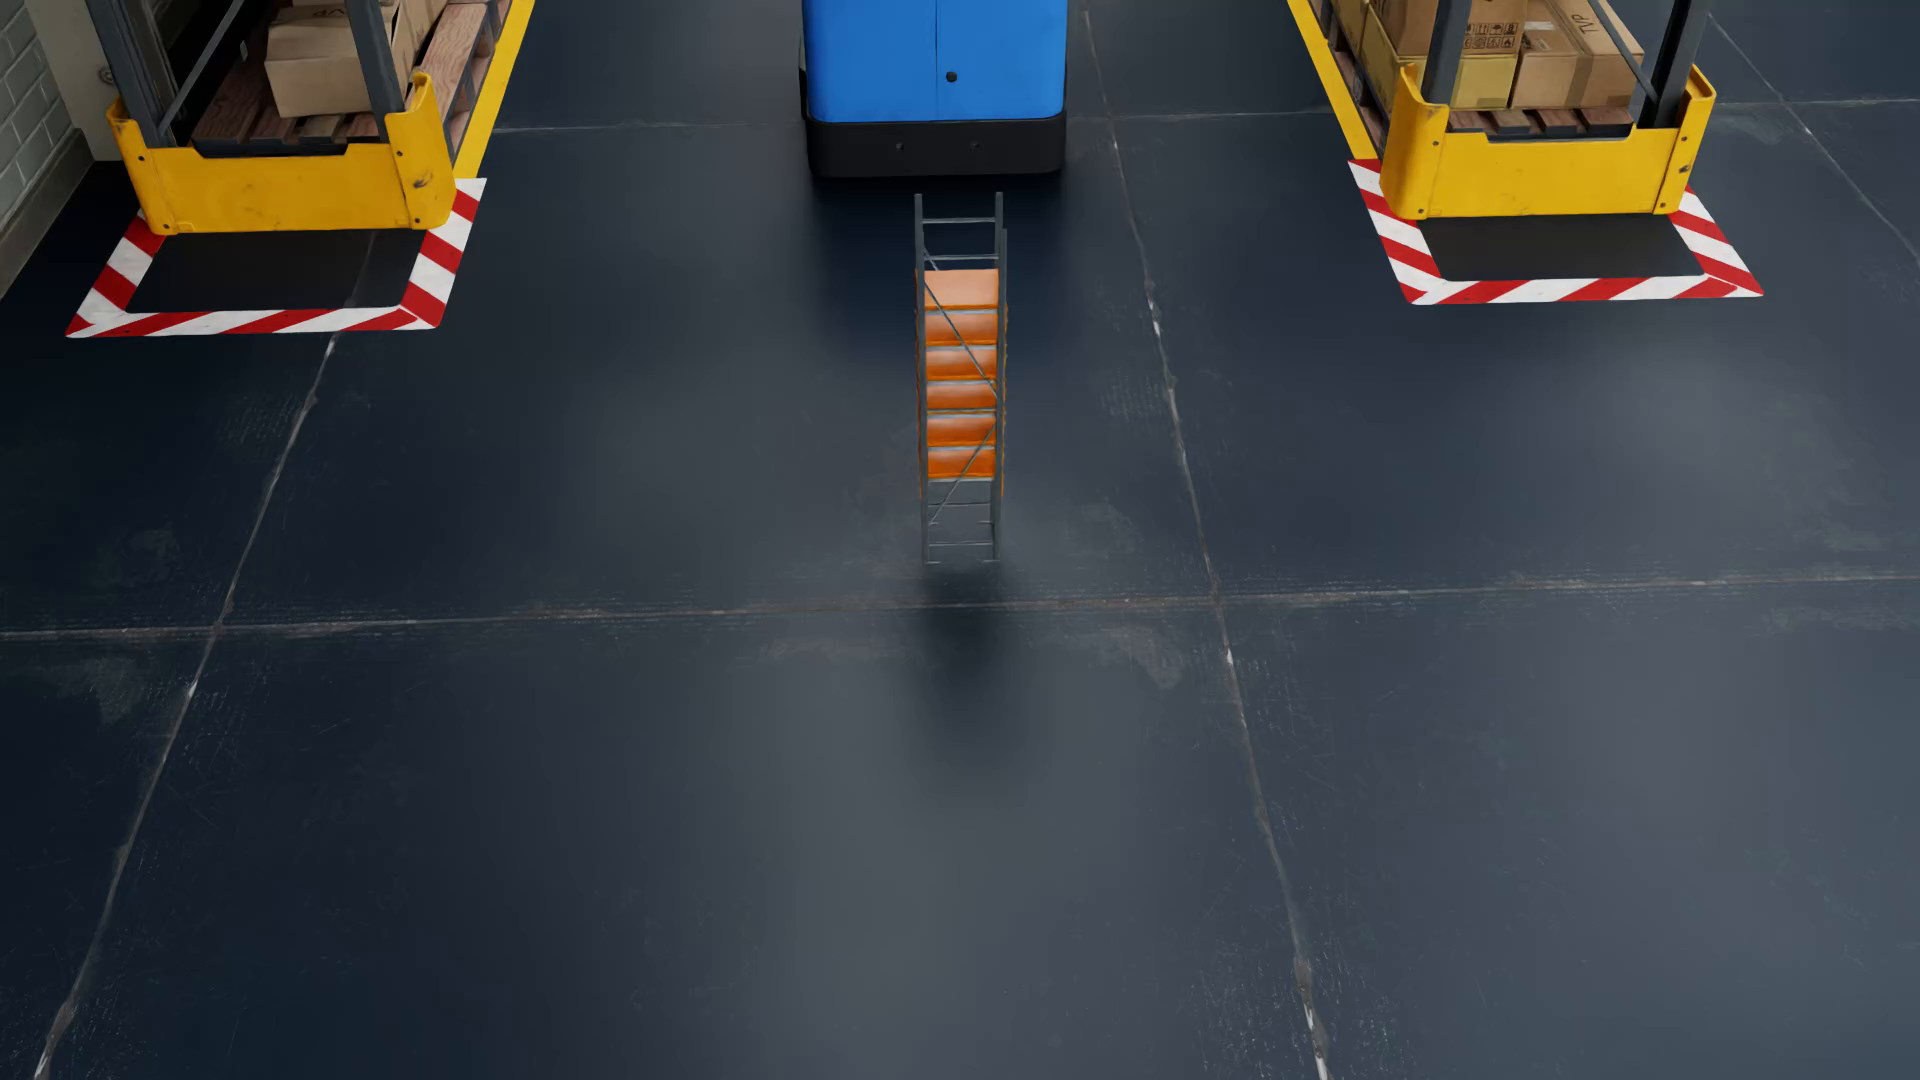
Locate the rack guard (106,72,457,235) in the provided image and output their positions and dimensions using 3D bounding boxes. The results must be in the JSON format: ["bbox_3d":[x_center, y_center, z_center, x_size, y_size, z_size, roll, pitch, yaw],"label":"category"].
[{"bbox_3d":[-2.638,-1.518,6.537,1.175,0.500,0.348,-2,43,-2],"label":"rack guard"}]

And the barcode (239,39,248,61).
[{"bbox_3d":[-2.975,-2.033,6.906,0.001,0.075,0.075,-2,43,-2],"label":"barcode"}]

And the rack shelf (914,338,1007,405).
[{"bbox_3d":[0.001,-0.488,4.783,0.258,0.103,0.180,-2,43,-2],"label":"rack shelf"}]

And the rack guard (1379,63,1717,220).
[{"bbox_3d":[2.315,-1.596,6.621,1.175,0.500,0.348,-2,43,-2],"label":"rack guard"}]

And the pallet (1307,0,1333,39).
[{"bbox_3d":[2.191,-2.842,8.194,1.003,0.211,1.213,-2,43,-2],"label":"pallet"}]

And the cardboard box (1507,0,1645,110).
[{"bbox_3d":[2.514,-2.043,6.983,0.500,0.250,0.500,-2,43,-2],"label":"cardboard box"}]

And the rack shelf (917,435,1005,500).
[{"bbox_3d":[0.001,-0.223,5.026,0.258,0.103,0.180,-2,43,-2],"label":"rack shelf"}]

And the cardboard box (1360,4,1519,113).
[{"bbox_3d":[1.996,-2.028,6.967,0.500,0.250,0.500,-2,43,-2],"label":"cardboard box"}]

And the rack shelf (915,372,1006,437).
[{"bbox_3d":[0.001,-0.400,4.864,0.258,0.103,0.180,-2,43,-2],"label":"rack shelf"}]

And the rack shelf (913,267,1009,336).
[{"bbox_3d":[0.001,-0.665,4.621,0.258,0.103,0.180,-2,43,-2],"label":"rack shelf"}]

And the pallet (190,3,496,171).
[{"bbox_3d":[-2.637,-1.961,7.234,1.003,0.211,1.213,-2,43,-2],"label":"pallet"}]

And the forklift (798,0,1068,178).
[{"bbox_3d":[-0.155,-3.531,6.934,1.130,2.935,3.031,-2,43,-2],"label":"forklift"}]

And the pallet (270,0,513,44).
[{"bbox_3d":[-2.686,-2.783,8.130,1.003,0.211,1.213,-2,43,-2],"label":"pallet"}]

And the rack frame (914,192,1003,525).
[{"bbox_3d":[-0.003,-0.494,4.901,0.240,1.200,0.006,-2,43,-2],"label":"rack frame"}]

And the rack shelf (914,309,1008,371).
[{"bbox_3d":[0.001,-0.577,4.702,0.258,0.103,0.180,-2,43,-2],"label":"rack shelf"}]

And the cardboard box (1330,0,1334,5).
[{"bbox_3d":[1.940,-2.703,7.703,0.500,0.250,0.500,-2,43,-2],"label":"cardboard box"}]

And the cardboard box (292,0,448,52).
[{"bbox_3d":[-2.599,-2.414,7.328,0.500,0.311,0.500,2,43,2],"label":"cardboard box"}]

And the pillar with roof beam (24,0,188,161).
[{"bbox_3d":[0.772,-5.171,4.232,9.100,9.000,0.400,-2,43,-2],"label":"pillar with roof beam"}]

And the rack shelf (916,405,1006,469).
[{"bbox_3d":[0.001,-0.311,4.945,0.258,0.103,0.180,-2,43,-2],"label":"rack shelf"}]

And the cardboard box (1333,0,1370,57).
[{"bbox_3d":[1.963,-2.365,7.335,0.500,0.250,0.500,-2,43,-2],"label":"cardboard box"}]

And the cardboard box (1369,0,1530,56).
[{"bbox_3d":[1.994,-2.304,6.713,0.500,0.500,0.500,-2,43,-2],"label":"cardboard box"}]

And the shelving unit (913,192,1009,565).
[{"bbox_3d":[0.001,-0.433,4.834,0.258,1.200,0.189,-2,43,-2],"label":"shelving unit"}]

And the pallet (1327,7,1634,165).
[{"bbox_3d":[2.240,-2.020,7.298,1.003,0.211,1.213,-2,43,-2],"label":"pallet"}]

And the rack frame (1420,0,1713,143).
[{"bbox_3d":[2.314,-2.533,5.794,1.000,3.000,0.127,-2,43,-2],"label":"rack frame"}]

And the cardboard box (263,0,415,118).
[{"bbox_3d":[-2.574,-2.029,6.908,0.500,0.311,0.500,-6,43,-7],"label":"cardboard box"}]

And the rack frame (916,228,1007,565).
[{"bbox_3d":[0.005,-0.371,4.767,0.240,1.200,0.006,-2,43,-2],"label":"rack frame"}]

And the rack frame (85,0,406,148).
[{"bbox_3d":[-2.635,-2.389,5.636,1.000,3.000,0.127,-2,43,-2],"label":"rack frame"}]
